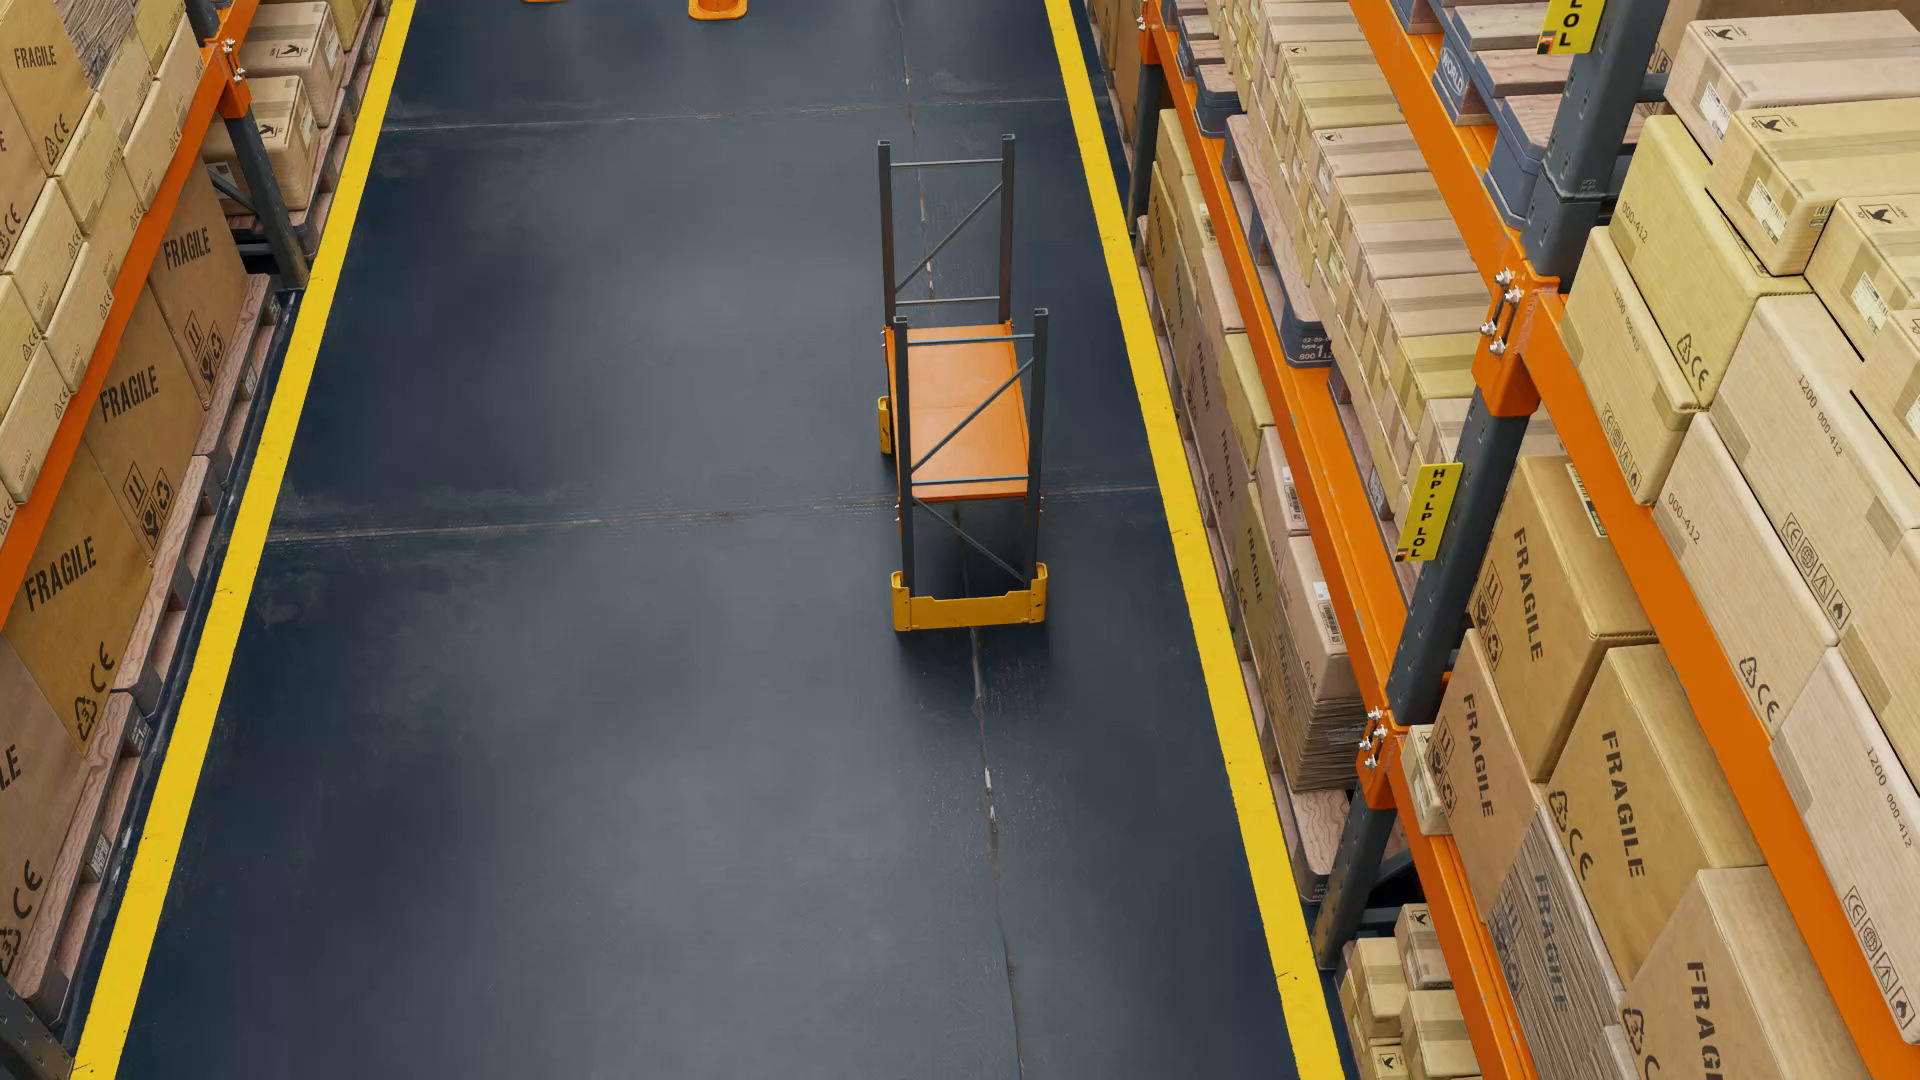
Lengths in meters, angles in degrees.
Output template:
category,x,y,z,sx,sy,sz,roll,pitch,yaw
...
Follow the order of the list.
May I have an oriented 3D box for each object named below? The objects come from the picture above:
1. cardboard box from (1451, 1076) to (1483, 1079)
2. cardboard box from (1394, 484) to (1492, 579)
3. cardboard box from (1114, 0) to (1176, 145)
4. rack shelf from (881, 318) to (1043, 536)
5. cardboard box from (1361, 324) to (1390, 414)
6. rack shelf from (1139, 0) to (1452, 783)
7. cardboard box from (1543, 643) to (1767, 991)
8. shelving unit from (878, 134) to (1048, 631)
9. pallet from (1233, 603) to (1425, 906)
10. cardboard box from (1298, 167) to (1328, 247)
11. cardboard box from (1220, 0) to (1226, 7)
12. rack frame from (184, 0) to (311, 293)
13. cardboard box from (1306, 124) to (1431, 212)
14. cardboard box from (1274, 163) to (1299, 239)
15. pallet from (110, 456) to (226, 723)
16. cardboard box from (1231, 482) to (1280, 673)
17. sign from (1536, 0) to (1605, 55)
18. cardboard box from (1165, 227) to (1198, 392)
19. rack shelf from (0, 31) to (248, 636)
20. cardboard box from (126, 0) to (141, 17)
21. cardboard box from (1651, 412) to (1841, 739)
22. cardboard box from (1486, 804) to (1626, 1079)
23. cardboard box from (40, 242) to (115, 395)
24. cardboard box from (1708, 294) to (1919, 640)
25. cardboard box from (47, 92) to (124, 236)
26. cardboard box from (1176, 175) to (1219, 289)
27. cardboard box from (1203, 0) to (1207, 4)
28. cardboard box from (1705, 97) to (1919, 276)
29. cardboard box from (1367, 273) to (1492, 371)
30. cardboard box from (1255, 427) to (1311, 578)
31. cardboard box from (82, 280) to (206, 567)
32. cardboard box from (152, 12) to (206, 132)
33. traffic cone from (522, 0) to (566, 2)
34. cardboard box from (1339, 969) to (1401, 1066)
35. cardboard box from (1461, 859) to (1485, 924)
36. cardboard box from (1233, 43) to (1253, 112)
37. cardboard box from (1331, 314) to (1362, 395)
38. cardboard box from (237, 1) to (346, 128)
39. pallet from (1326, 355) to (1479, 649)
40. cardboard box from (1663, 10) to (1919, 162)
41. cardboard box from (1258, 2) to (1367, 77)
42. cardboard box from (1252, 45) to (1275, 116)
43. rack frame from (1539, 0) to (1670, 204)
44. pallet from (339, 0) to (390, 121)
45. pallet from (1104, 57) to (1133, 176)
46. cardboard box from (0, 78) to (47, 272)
category,x,y,z,sx,sy,sz,roll,pitch,yaw
cardboard box,1.519,1.576,4.456,0.380,0.149,0.250,-4,47,-4
cardboard box,1.432,-0.034,4.600,0.380,0.149,0.250,-4,47,-4
cardboard box,1.366,-2.411,8.228,1.050,0.750,0.750,-4,47,-4
rack shelf,-0.007,-0.454,6.395,0.538,0.185,1.000,-3,47,-3
cardboard box,1.391,-0.507,4.843,0.380,0.149,0.250,-2,47,-2
rack shelf,1.495,-0.900,6.032,1.077,0.370,4.000,-3,47,-3
cardboard box,1.516,0.535,3.215,0.500,0.500,0.500,-5,47,-4
shelving unit,-0.006,-0.571,6.258,0.587,1.500,1.083,-3,47,-3
pallet,1.596,0.695,5.946,1.003,0.211,1.213,-3,47,-3
cardboard box,1.318,-1.090,5.395,0.380,0.149,0.250,-3,47,-3
cardboard box,1.193,-2.197,6.443,0.380,0.149,0.250,-1,47,-1
rack frame,-3.597,-2.220,6.787,1.000,3.000,0.127,-3,47,-3
cardboard box,1.326,-1.184,5.280,0.380,0.149,0.250,-5,47,-5
cardboard box,1.297,-1.169,5.675,0.380,0.149,0.250,-5,47,-5
pallet,-3.507,0.194,6.421,1.003,0.211,1.213,-3,47,-3
cardboard box,1.307,0.124,5.999,0.500,0.500,0.500,-4,47,-4
sign,1.109,-1.009,2.946,0.100,0.325,0.005,-3,47,-3
cardboard box,1.178,-0.988,7.052,0.500,0.500,0.500,-3,47,-3
rack shelf,-3.429,-0.526,5.678,1.077,0.370,4.000,-3,47,-3
cardboard box,-3.293,-2.240,6.048,0.500,0.500,0.500,-5,47,-4
cardboard box,1.489,0.033,2.690,0.500,0.250,0.500,-4,47,-4
cardboard box,1.501,0.894,3.563,0.500,0.500,0.500,-3,47,-3
cardboard box,-3.140,-0.717,5.467,0.500,0.250,0.500,-4,47,-4
cardboard box,1.500,-0.128,2.499,0.500,0.250,0.500,-4,47,-3
cardboard box,-3.193,-1.266,5.642,0.500,0.250,0.500,-5,47,-4
cardboard box,1.186,-1.257,6.790,0.500,0.250,0.500,-4,47,-4
cardboard box,1.164,-2.316,6.762,0.380,0.149,0.250,-4,47,-4
cardboard box,1.435,-0.565,2.637,0.380,0.149,0.250,-5,47,-5
cardboard box,1.391,-0.623,4.748,0.380,0.149,0.250,-5,47,-5
cardboard box,1.318,-0.139,5.732,0.500,0.250,0.500,-1,47,-1
cardboard box,-3.551,-0.484,6.316,0.875,0.875,0.875,-3,47,-3
cardboard box,-3.296,-1.819,6.510,0.500,0.250,0.500,-5,47,-5
traffic cone,-2.433,-3.430,9.680,0.336,0.463,0.334,-3,47,-3
cardboard box,1.373,1.419,5.015,0.380,0.149,0.250,-5,47,-5
cardboard box,1.456,0.793,4.106,0.380,0.149,0.250,-2,47,-2
cardboard box,1.233,-1.732,6.208,0.380,0.149,0.250,-2,47,-1
cardboard box,1.370,-0.583,5.120,0.380,0.149,0.250,-6,47,-5
cardboard box,-3.704,-2.404,8.481,0.950,0.372,0.625,-4,47,-4
pallet,1.743,-0.196,5.002,1.003,0.211,1.213,-3,47,-3
cardboard box,1.445,-0.764,2.826,0.380,0.149,0.250,-4,47,-4
cardboard box,1.260,-1.751,5.817,0.380,0.149,0.250,-2,47,-1
cardboard box,1.260,-1.641,5.917,0.380,0.149,0.250,-3,47,-3
rack frame,1.662,-1.763,2.222,1.000,3.000,0.127,-3,47,-3
pallet,-3.760,-2.708,9.169,1.003,0.211,1.213,-3,47,-3
pallet,1.336,-2.210,8.698,1.003,0.211,1.213,-3,47,-3
cardboard box,-3.172,-1.143,5.009,0.500,0.500,0.500,-4,47,-4
